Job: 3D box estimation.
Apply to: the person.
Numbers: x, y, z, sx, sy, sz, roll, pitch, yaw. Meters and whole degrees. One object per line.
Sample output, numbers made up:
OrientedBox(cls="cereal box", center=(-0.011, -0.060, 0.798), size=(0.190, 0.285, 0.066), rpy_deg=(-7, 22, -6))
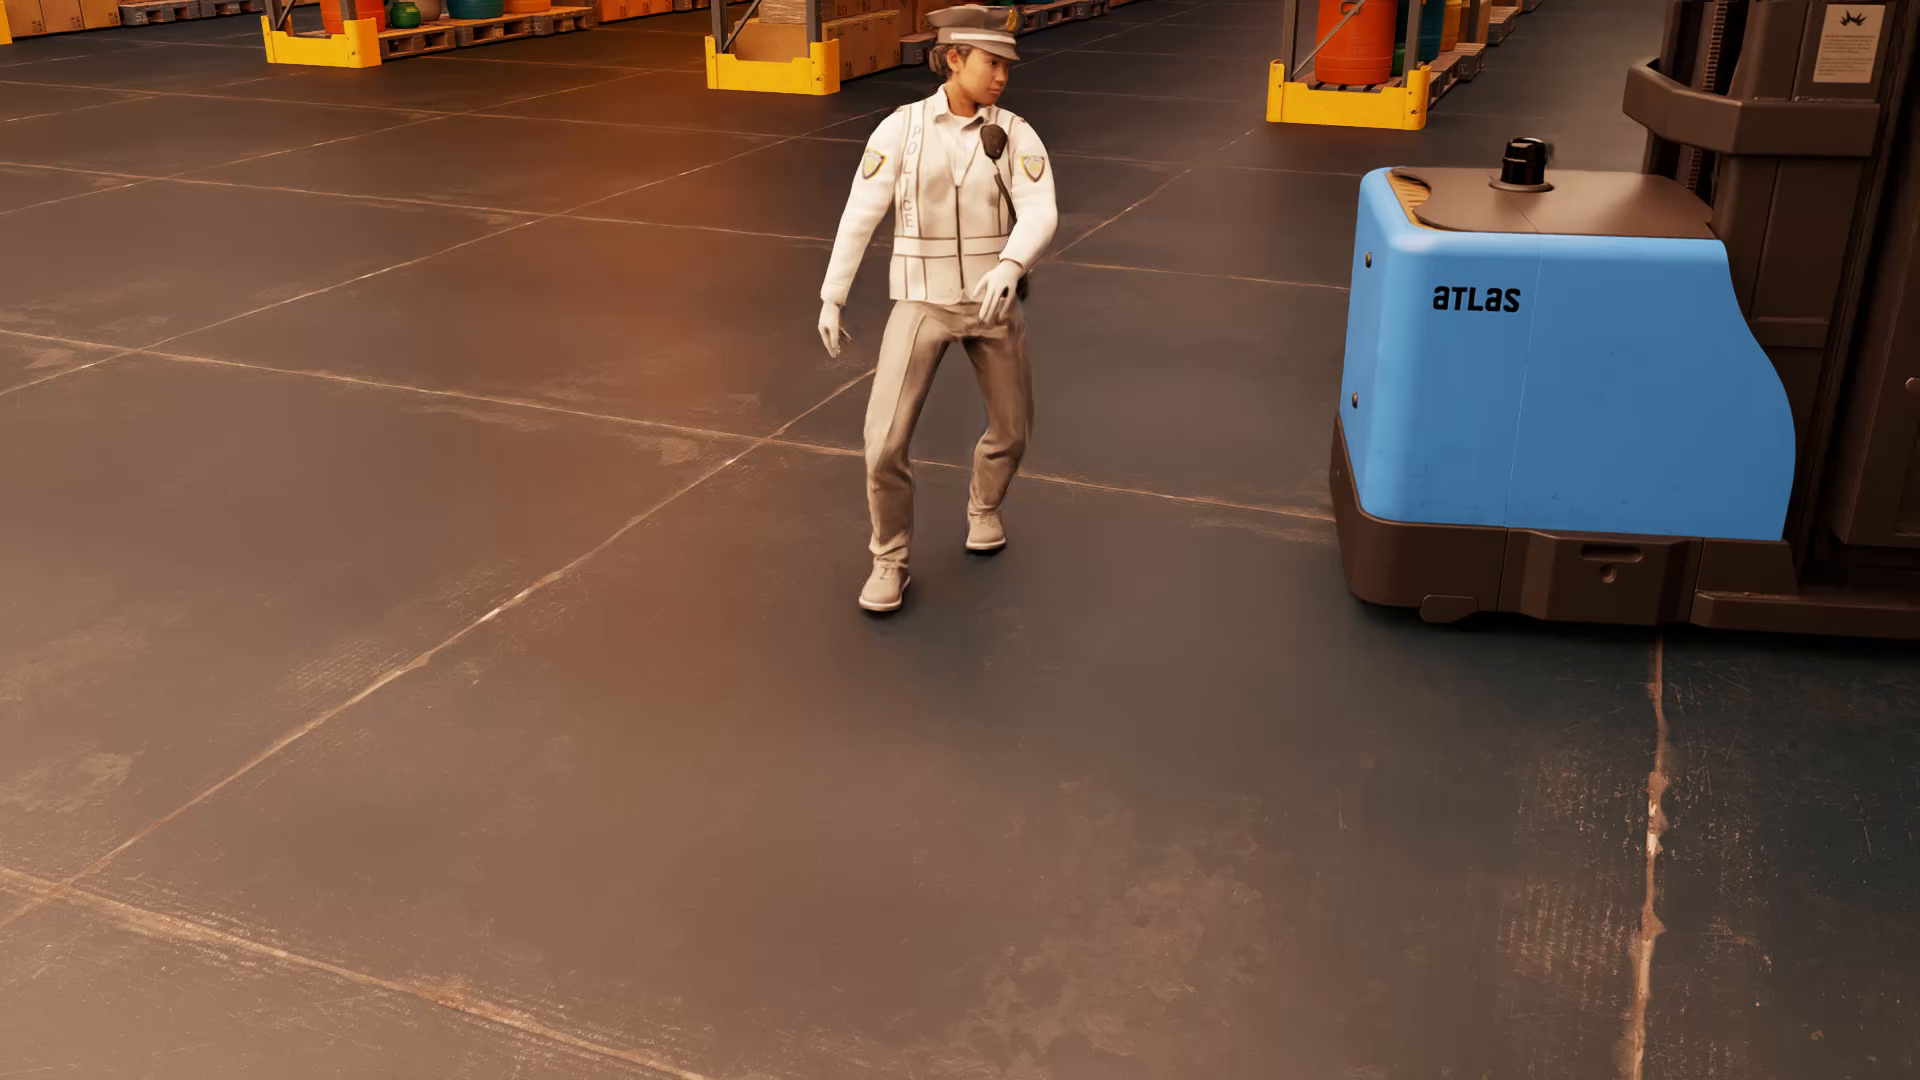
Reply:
OrientedBox(cls="person", center=(-0.062, -0.624, 4.539), size=(0.639, 1.584, 0.774), rpy_deg=(-5, 23, -11))

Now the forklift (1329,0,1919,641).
OrientedBox(cls="forklift", center=(2.631, -1.233, 4.241), size=(3.031, 2.935, 1.130), rpy_deg=(3, 23, 7))
